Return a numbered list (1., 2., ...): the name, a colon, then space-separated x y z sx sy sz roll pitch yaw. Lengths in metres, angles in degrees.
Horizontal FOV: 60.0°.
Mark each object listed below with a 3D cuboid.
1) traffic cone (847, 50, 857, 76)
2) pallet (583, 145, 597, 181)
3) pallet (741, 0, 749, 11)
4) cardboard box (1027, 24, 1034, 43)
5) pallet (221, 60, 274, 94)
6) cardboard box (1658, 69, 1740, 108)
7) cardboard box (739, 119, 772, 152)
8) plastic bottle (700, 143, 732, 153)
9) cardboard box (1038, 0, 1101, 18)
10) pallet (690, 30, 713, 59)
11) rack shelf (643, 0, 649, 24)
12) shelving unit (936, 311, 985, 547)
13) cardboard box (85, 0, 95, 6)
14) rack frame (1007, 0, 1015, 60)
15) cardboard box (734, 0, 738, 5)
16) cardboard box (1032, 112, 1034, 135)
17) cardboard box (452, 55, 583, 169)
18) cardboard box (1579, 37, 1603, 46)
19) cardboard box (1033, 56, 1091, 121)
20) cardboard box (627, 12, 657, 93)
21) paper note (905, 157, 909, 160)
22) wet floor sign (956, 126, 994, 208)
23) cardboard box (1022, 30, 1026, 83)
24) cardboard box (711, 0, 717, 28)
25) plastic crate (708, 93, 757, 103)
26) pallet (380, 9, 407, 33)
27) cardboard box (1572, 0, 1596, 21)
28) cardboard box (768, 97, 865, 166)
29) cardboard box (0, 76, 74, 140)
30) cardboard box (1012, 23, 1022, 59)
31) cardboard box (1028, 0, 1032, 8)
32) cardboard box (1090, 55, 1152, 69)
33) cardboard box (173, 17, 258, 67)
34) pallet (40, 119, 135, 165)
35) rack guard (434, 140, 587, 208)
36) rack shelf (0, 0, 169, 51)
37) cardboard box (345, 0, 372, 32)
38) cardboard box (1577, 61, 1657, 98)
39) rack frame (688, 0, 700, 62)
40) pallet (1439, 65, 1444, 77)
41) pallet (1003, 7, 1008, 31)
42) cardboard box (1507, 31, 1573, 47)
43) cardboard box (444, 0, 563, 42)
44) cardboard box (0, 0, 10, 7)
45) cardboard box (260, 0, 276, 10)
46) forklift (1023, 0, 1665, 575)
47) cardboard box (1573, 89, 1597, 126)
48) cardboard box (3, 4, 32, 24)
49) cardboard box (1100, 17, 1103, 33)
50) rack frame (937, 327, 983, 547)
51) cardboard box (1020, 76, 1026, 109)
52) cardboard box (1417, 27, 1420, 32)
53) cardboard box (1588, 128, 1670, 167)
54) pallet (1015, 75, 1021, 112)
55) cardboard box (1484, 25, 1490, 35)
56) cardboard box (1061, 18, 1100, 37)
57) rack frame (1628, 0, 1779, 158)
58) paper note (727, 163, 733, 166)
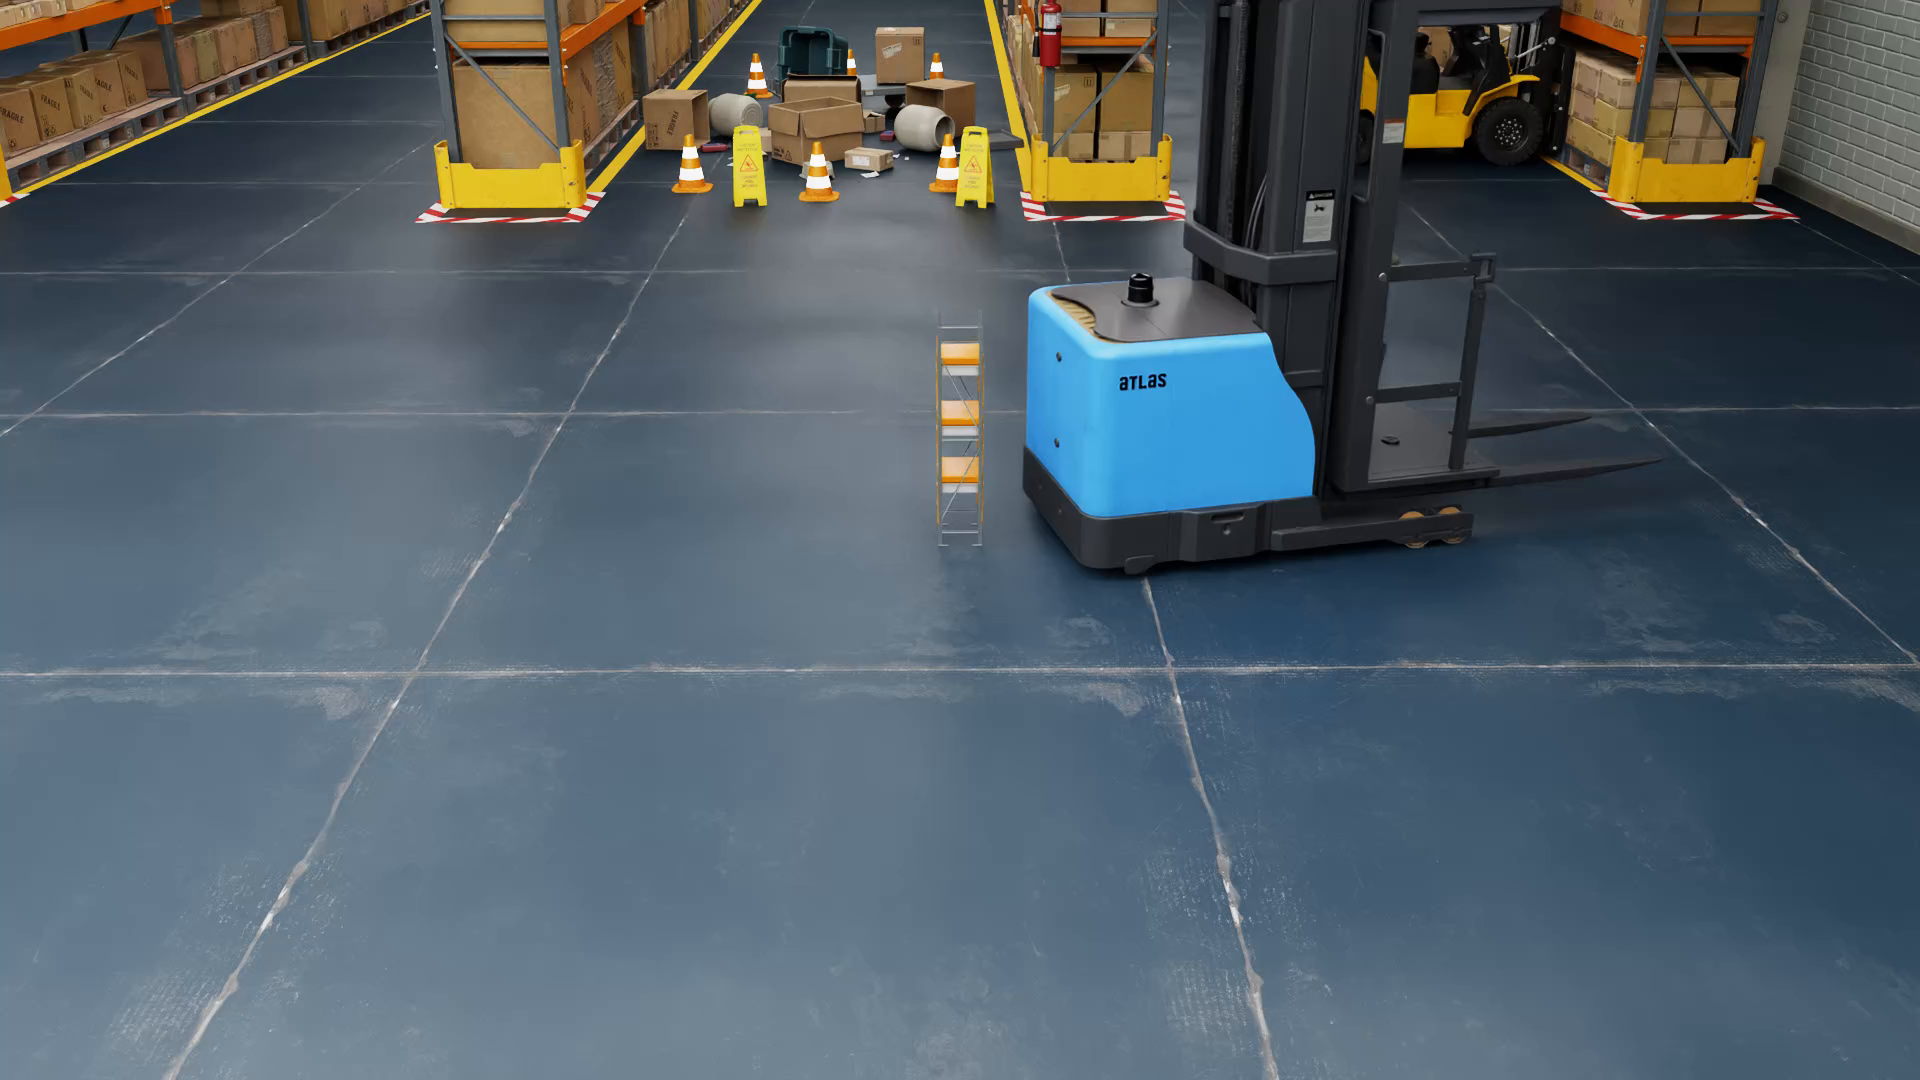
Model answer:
1. traffic cone: -1.264 -5.390 19.105 0.336 0.463 0.334 0 24 -1
2. pallet: -3.840 -3.272 14.729 1.003 0.211 1.213 0 24 -1
3. pallet: -3.943 -8.669 26.660 1.003 0.211 1.213 0 24 -1
4. cardboard box: 0.843 -4.883 16.036 0.380 0.149 0.250 1 24 2
5. pallet: -8.783 -5.436 19.512 1.003 0.211 1.213 0 24 -1
6. cardboard box: 6.343 -3.894 14.335 0.500 0.250 0.500 -1 24 -1
7. cardboard box: -1.936 -3.916 16.087 0.396 0.266 0.258 4 25 9
8. plastic bottle: -2.354 -3.788 16.050 0.283 0.061 0.133 -9 26 -19
9. cardboard box: 0.914 -4.681 13.978 0.500 0.500 0.500 -1 24 -1
10. pallet: -3.847 -6.562 22.002 1.003 0.211 1.213 0 24 -1
11. rack shelf: -3.818 -6.358 19.042 1.077 0.370 4.000 0 24 -1
12. shelving unit: -0.001 -0.500 7.582 0.215 1.050 0.252 0 24 -1
13. cardboard box: -8.497 -5.164 15.833 0.380 0.149 0.250 0 24 -1
14. rack frame: 1.109 -7.574 20.857 1.000 3.000 0.127 0 24 -1
15. cardboard box: -3.566 -8.202 25.196 0.380 0.149 0.250 -1 24 -3
16. cardboard box: 0.920 -3.762 15.254 0.500 0.250 0.500 0 24 0
17. cardboard box: -3.826 -3.716 14.395 0.875 0.875 0.875 0 24 0
18. cardboard box: 6.327 -4.725 16.170 0.500 0.250 0.500 0 24 0
19. cardboard box: 0.917 -4.102 15.096 0.500 0.500 0.500 1 24 1
20. cardboard box: -3.893 -5.284 18.013 1.050 0.750 0.750 0 24 -1
21. paper note: -0.503 -3.608 15.716 0.032 0.001 0.123 0 24 -1
22. wet floor sign: 0.128 -3.122 13.869 0.267 0.644 0.232 8 26 18
23. cardboard box: 0.889 -4.962 16.998 0.500 0.500 0.500 1 24 2
24. cardboard box: -3.612 -7.274 22.717 0.500 0.500 0.500 -1 24 -2
25. plastic crate: -2.485 -4.541 17.493 0.450 0.188 0.662 3 22 31
26. pallet: -8.761 -7.590 24.275 1.003 0.211 1.213 0 24 -1
27. cardboard box: 5.889 -4.974 14.986 0.500 0.500 0.500 -1 24 -2
28. cardboard box: -1.355 -3.853 15.658 0.797 0.503 0.637 -19 31 -36
29. cardboard box: -8.732 -4.047 15.582 0.500 0.500 0.500 2 24 4
30. cardboard box: 1.121 -6.031 20.125 0.950 0.372 0.625 -1 24 -2
31. cardboard box: 0.839 -5.153 15.808 0.380 0.149 0.250 0 24 0
32. cardboard box: 1.453 -4.117 15.129 0.500 0.500 0.500 -1 24 -3
33. cardboard box: -8.742 -5.853 19.551 0.700 0.500 0.500 2 24 4
34. pallet: -8.698 -3.830 15.963 1.003 0.211 1.213 0 24 -1
35. rack guard: -3.752 -3.065 13.920 1.175 0.500 0.348 0 24 -1
36. rack shelf: -8.735 -4.729 15.440 1.077 0.370 4.000 0 24 -1
37. cardboard box: -8.790 -7.405 22.551 1.225 0.875 0.875 0 24 0
38. cardboard box: 5.831 -4.094 14.776 0.500 0.250 0.500 0 24 0
39. rack frame: -3.840 -7.510 20.716 1.000 3.000 0.127 0 24 -1
40. pallet: 6.052 -5.487 19.625 1.003 0.211 1.213 0 24 -1
41. pallet: 1.149 -7.634 24.374 1.003 0.211 1.213 0 24 -1
42. cardboard box: 5.803 -4.932 16.629 0.500 0.250 0.500 0 24 0
43. cardboard box: -3.802 -4.435 13.734 0.875 0.550 0.550 0 24 -1
44. cardboard box: -8.818 -4.846 14.343 0.875 0.500 0.500 0 24 -1
45. cardboard box: -8.764 -6.657 20.418 0.500 0.250 0.500 1 24 2
46. forklift: 1.881 -1.501 7.512 3.031 2.935 1.130 -6 25 -13
47. cardboard box: 5.847 -3.874 14.895 0.500 0.250 0.500 0 24 -1
48. cardboard box: -8.469 -4.649 14.695 0.380 0.149 0.250 0 24 -1
49. cardboard box: 1.382 -4.408 14.161 0.380 0.149 0.250 0 24 0
50. rack frame: 0.001 -0.450 7.471 0.200 1.050 0.008 0 24 -1
51. cardboard box: 0.889 -4.620 17.152 0.500 0.250 0.500 -1 24 -3
52. cardboard box: 6.065 -6.450 20.744 0.875 0.625 0.625 1 24 1
53. cardboard box: 5.838 -3.432 14.526 0.500 0.250 0.500 0 24 0
54. pallet: 1.142 -4.976 18.496 1.003 0.211 1.213 0 24 -1
55. cardboard box: 6.099 -5.274 18.143 0.875 0.625 0.625 1 24 2
56. cardboard box: 0.978 -4.316 13.958 0.380 0.149 0.250 1 24 1
57. rack frame: 6.159 -4.301 13.621 1.000 3.000 0.127 0 24 -1
58. paper note: -2.072 -3.497 15.447 0.144 0.017 0.142 8 26 18
